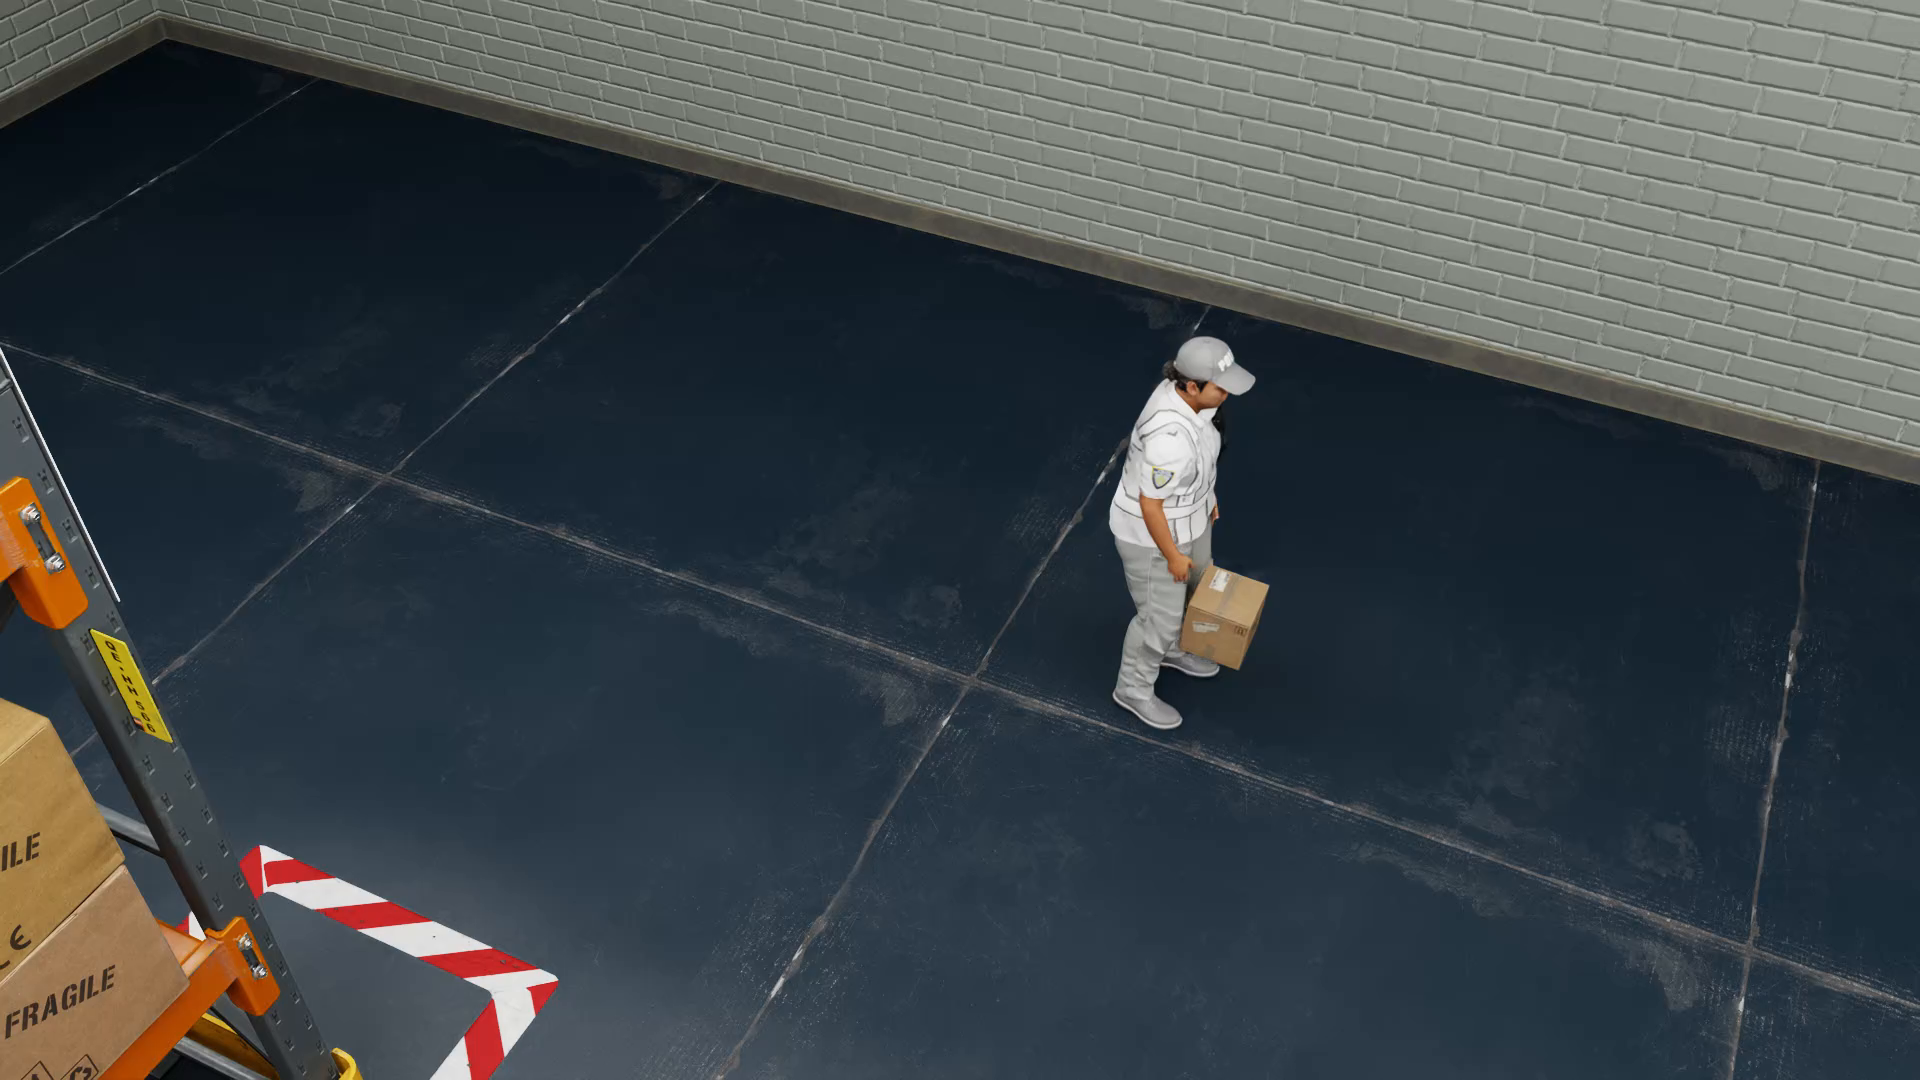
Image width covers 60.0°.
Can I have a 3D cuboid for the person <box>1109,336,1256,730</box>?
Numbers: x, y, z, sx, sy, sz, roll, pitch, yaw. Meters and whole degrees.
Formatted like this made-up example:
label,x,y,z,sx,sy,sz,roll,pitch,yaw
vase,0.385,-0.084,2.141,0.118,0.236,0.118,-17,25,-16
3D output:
label,x,y,z,sx,sy,sz,roll,pitch,yaw
person,0.798,-0.055,6.213,0.452,1.669,0.528,16,45,17
